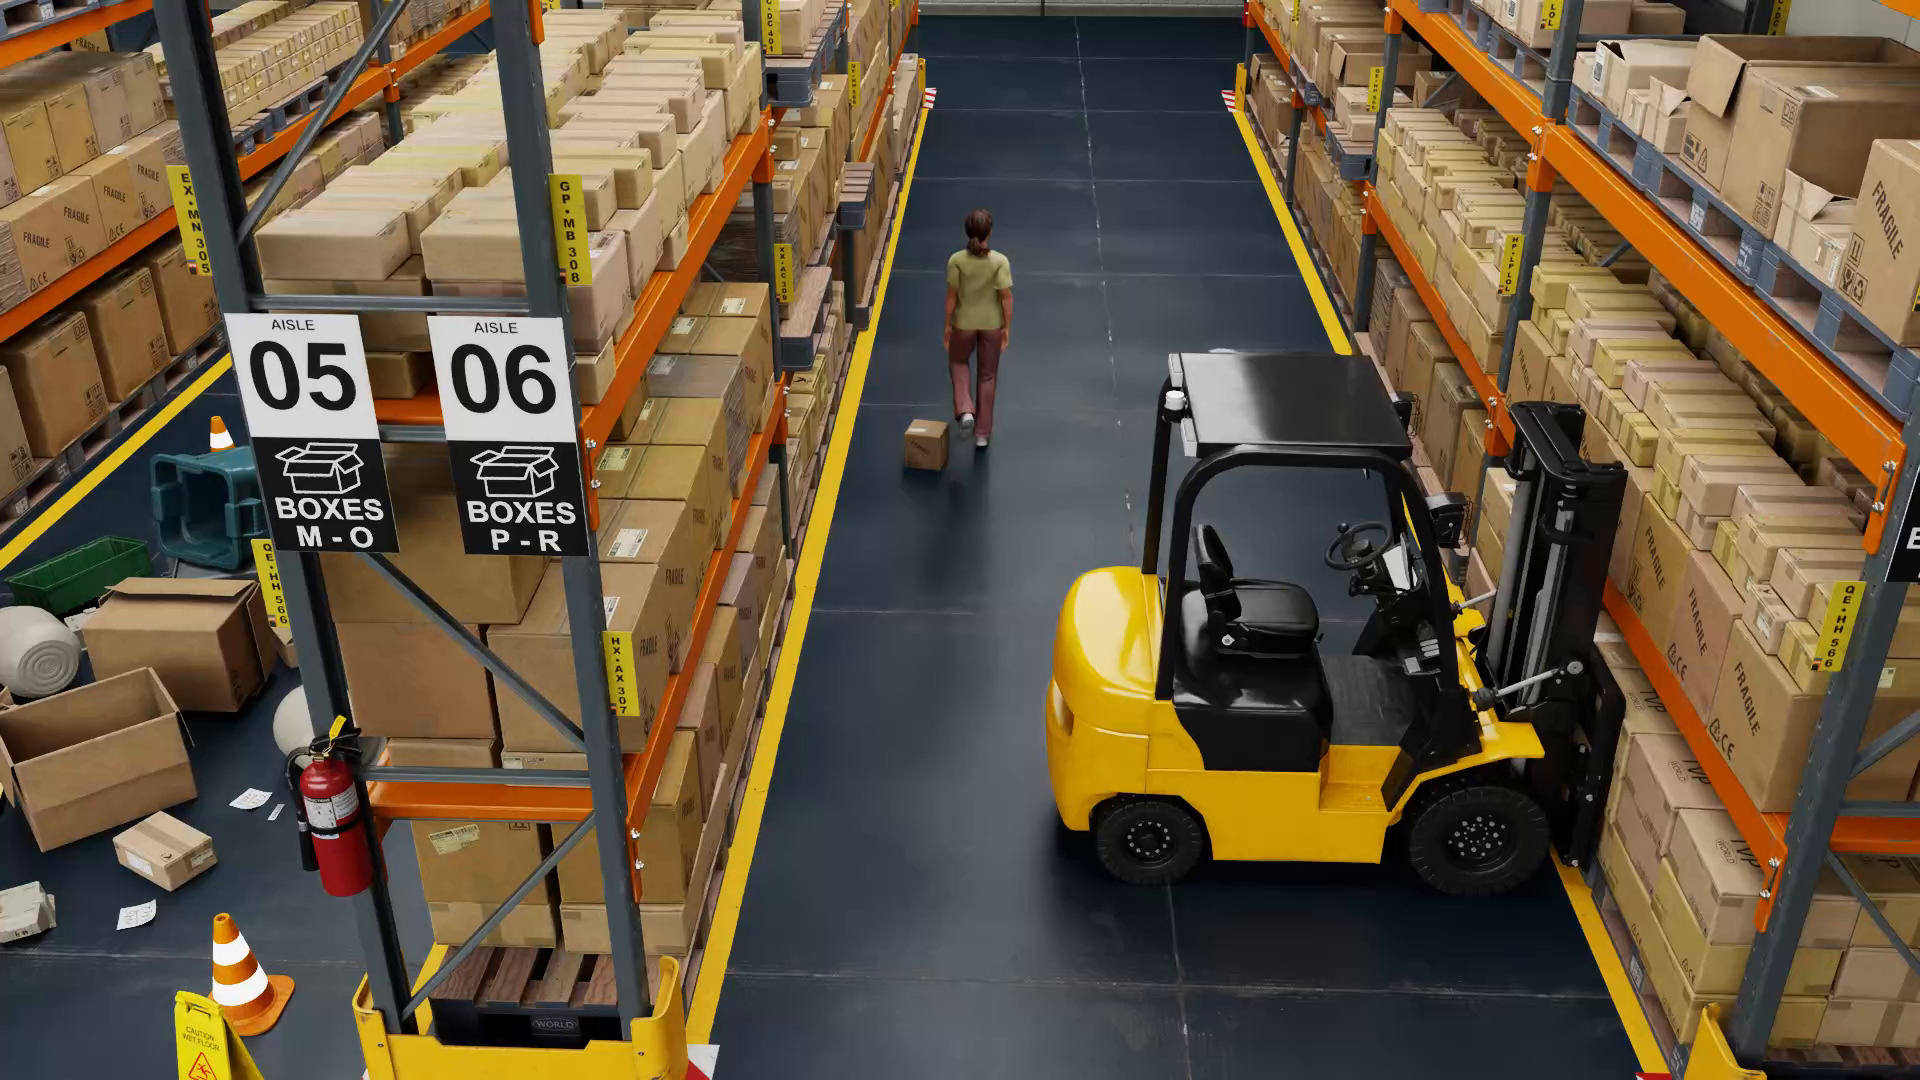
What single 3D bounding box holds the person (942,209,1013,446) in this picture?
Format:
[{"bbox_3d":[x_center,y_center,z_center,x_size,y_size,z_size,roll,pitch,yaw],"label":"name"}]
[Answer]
[{"bbox_3d":[0.121,-1.438,11.261,0.473,1.664,0.468,2,28,3],"label":"person"}]
